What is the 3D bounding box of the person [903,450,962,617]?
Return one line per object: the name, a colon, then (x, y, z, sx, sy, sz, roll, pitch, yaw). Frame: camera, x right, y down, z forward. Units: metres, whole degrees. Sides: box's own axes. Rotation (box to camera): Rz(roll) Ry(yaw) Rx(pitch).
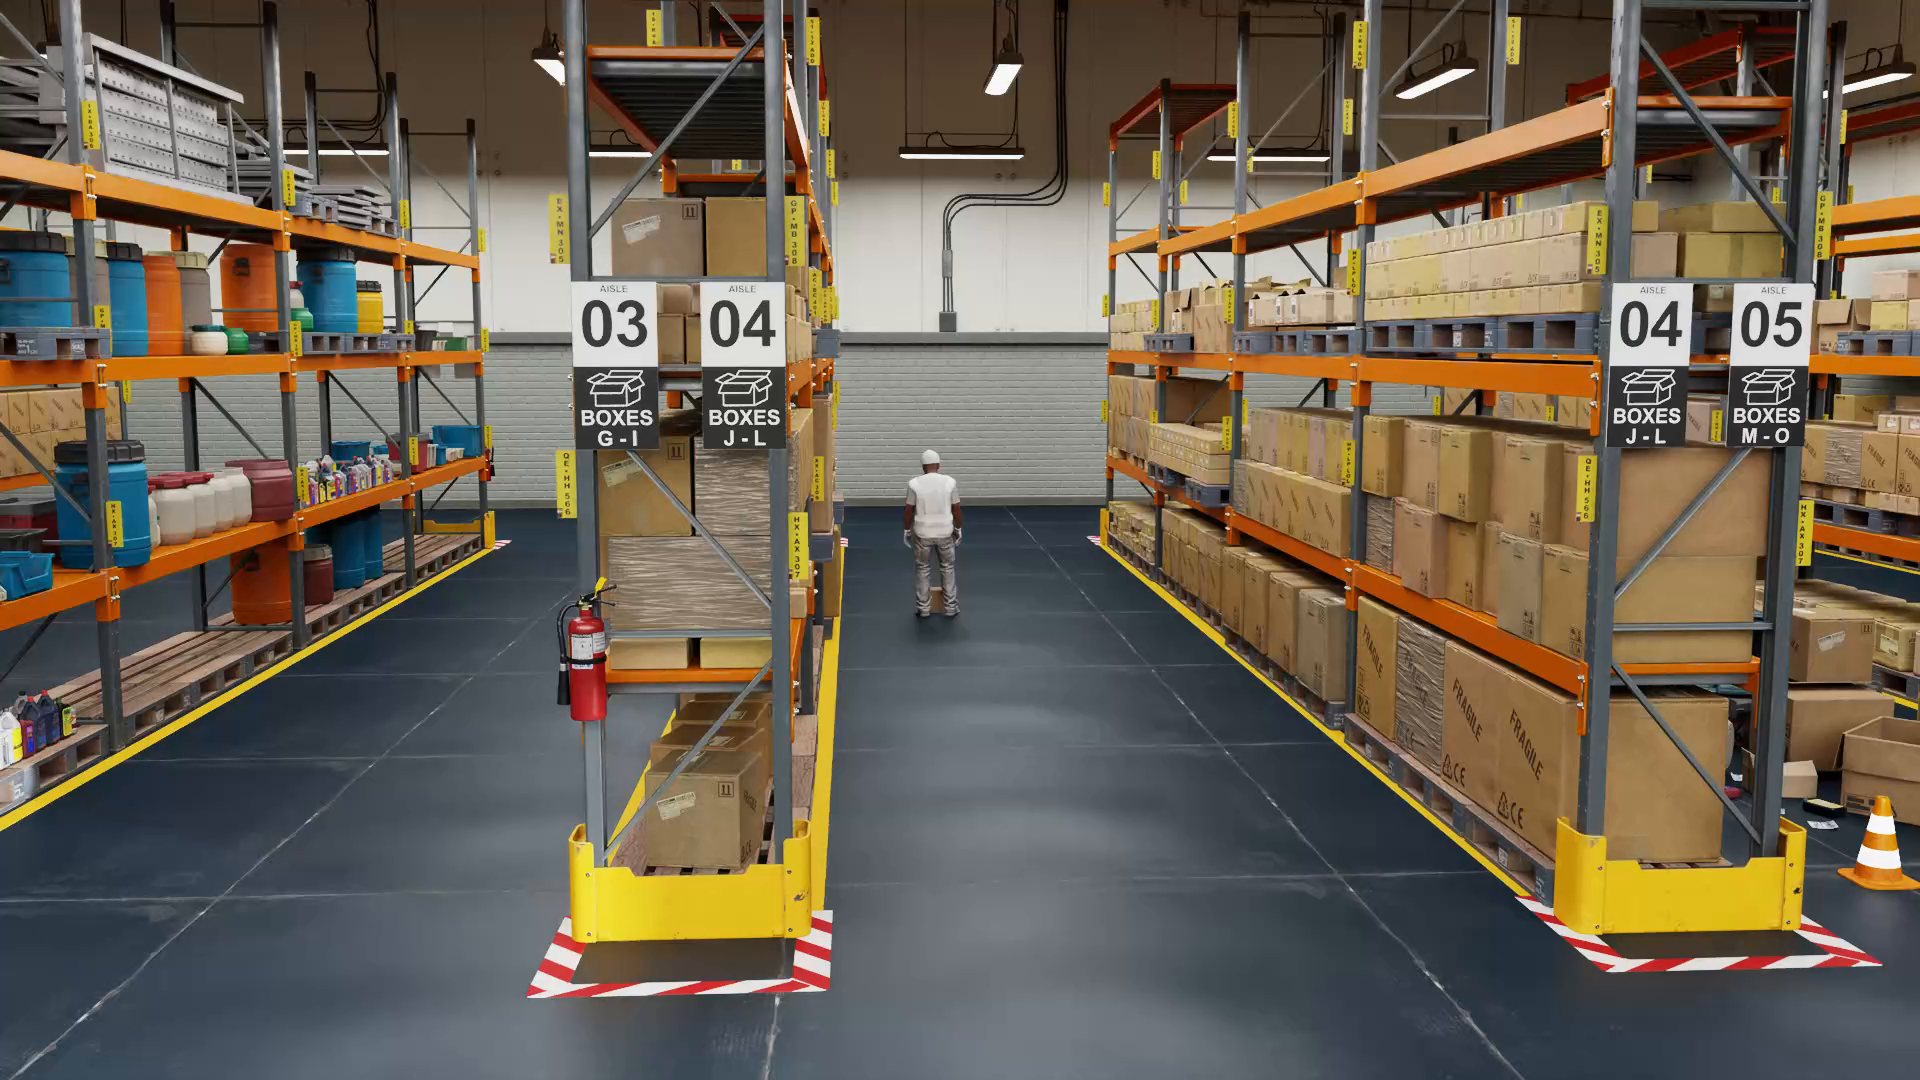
person: (-0.291, -0.074, 17.810, 0.631, 1.776, 0.443, -1, 7, -6)
